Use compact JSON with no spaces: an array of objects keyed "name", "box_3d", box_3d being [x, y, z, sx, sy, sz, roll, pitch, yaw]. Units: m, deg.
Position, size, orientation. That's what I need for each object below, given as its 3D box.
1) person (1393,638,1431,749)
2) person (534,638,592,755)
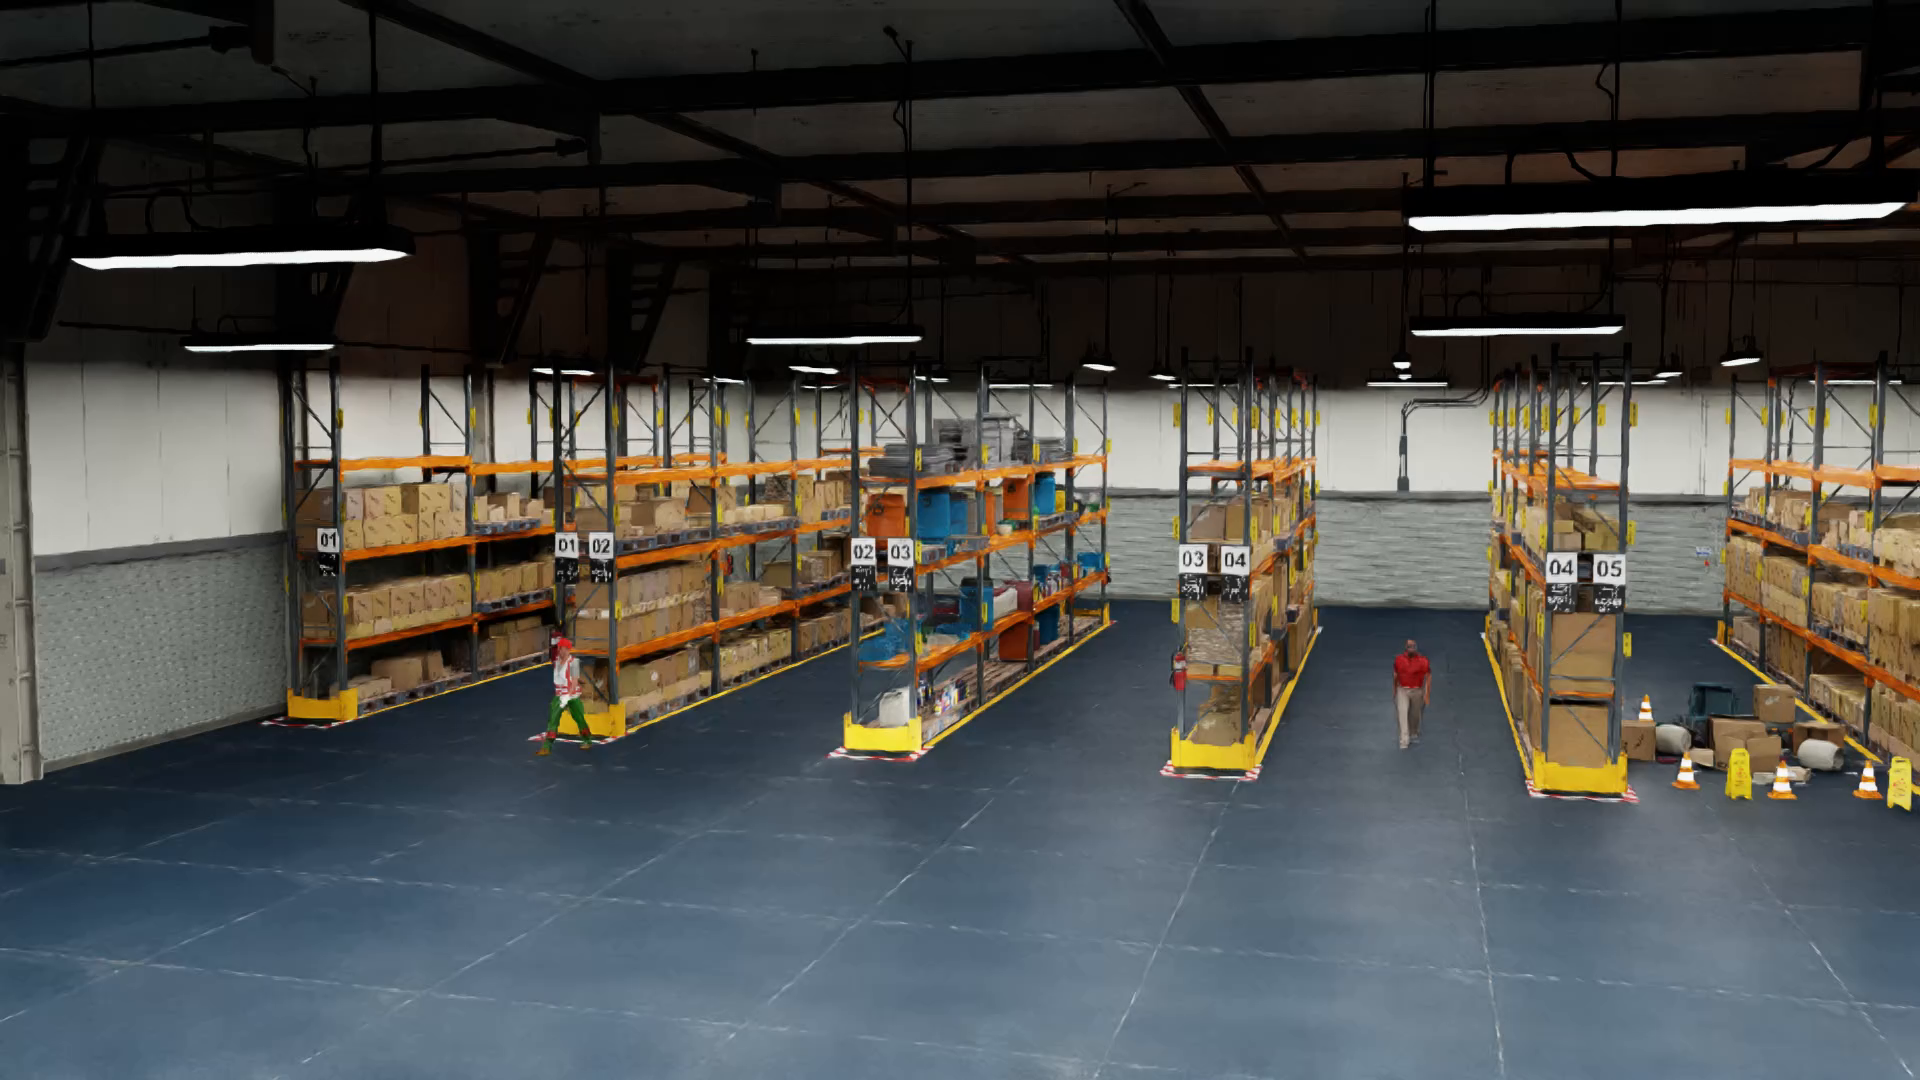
[{"name":"person","box_3d":[6.848,2.314,25.206,0.557,1.665,1.030,1,4,14]},{"name":"person","box_3d":[-5.865,2.311,24.680,0.535,1.725,1.024,2,5,24]}]
